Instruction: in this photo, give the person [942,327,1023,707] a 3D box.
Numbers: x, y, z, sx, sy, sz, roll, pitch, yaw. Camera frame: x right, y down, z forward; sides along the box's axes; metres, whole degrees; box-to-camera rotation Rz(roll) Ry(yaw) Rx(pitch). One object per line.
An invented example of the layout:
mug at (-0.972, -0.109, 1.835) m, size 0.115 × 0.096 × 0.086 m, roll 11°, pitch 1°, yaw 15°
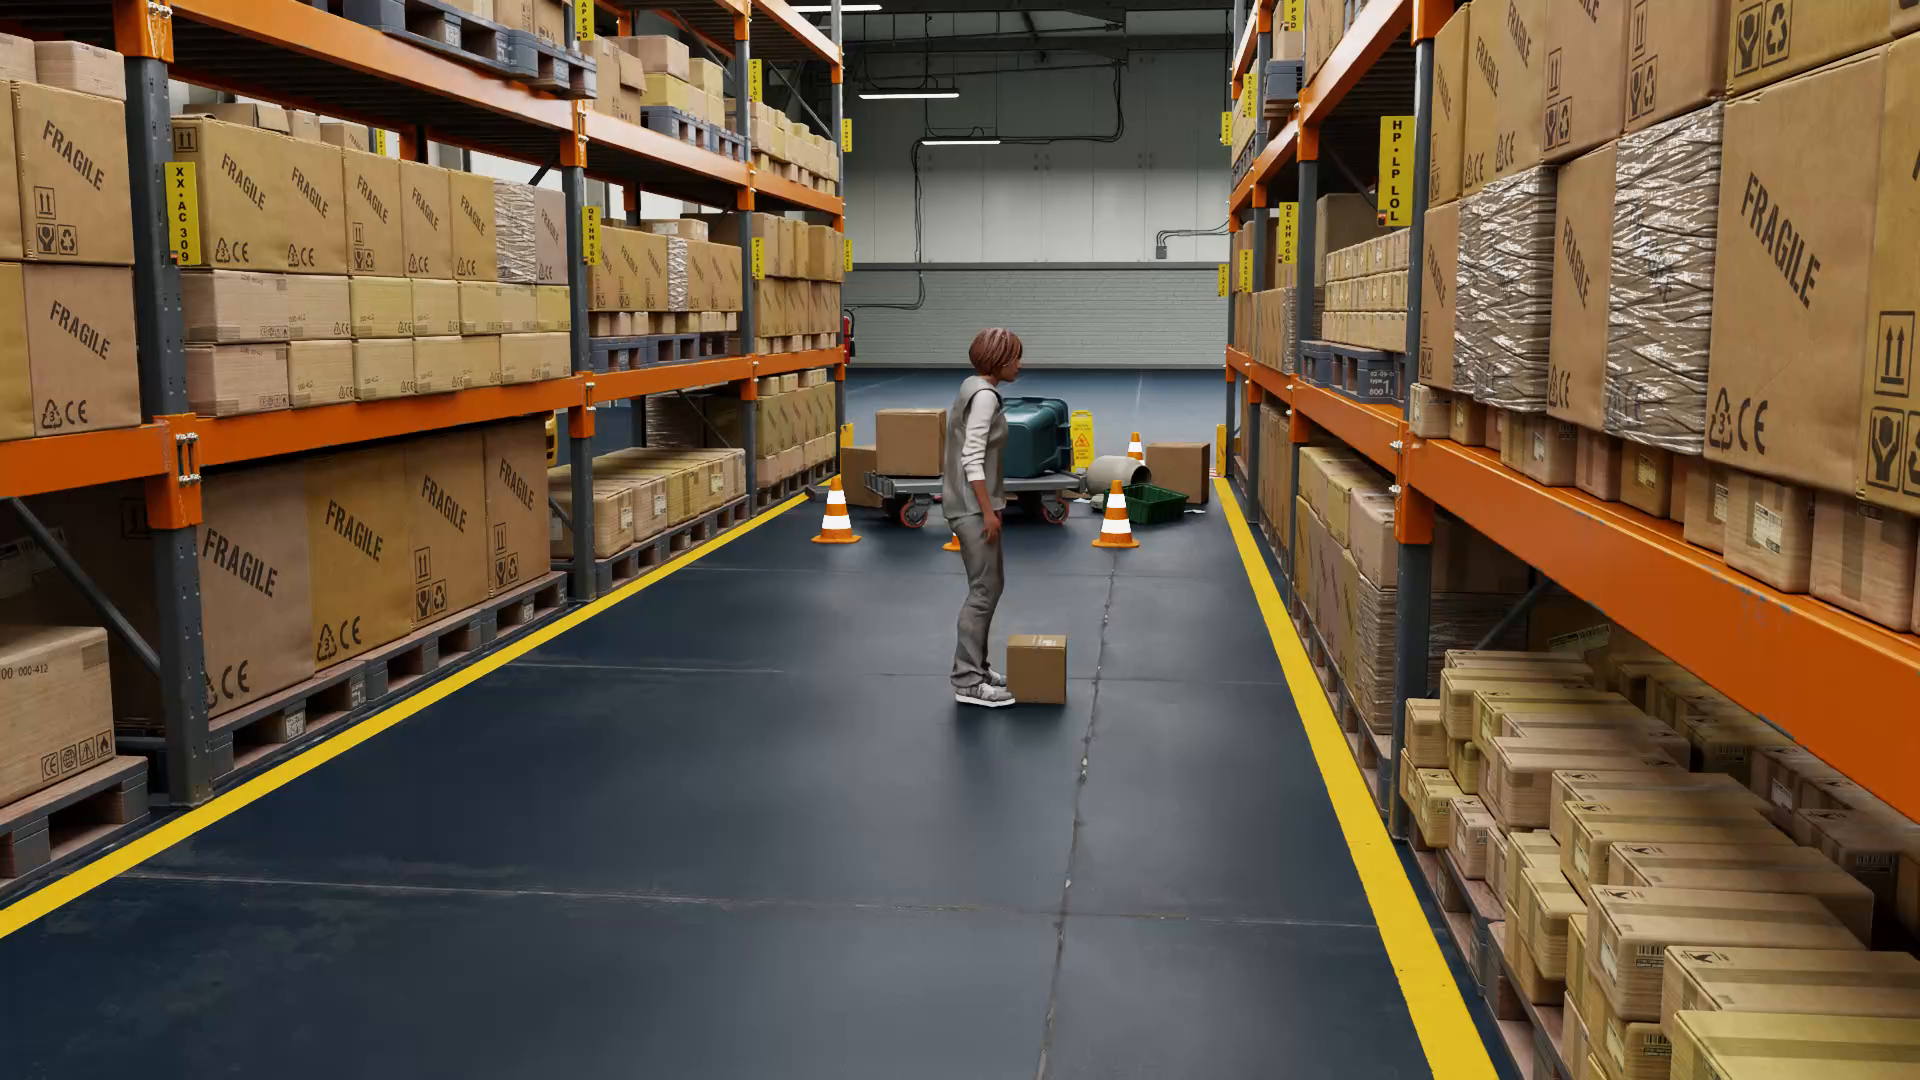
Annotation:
person at (0.093, -0.110, 7.144) m, size 0.341 × 1.594 × 0.482 m, roll 1°, pitch 8°, yaw 4°
